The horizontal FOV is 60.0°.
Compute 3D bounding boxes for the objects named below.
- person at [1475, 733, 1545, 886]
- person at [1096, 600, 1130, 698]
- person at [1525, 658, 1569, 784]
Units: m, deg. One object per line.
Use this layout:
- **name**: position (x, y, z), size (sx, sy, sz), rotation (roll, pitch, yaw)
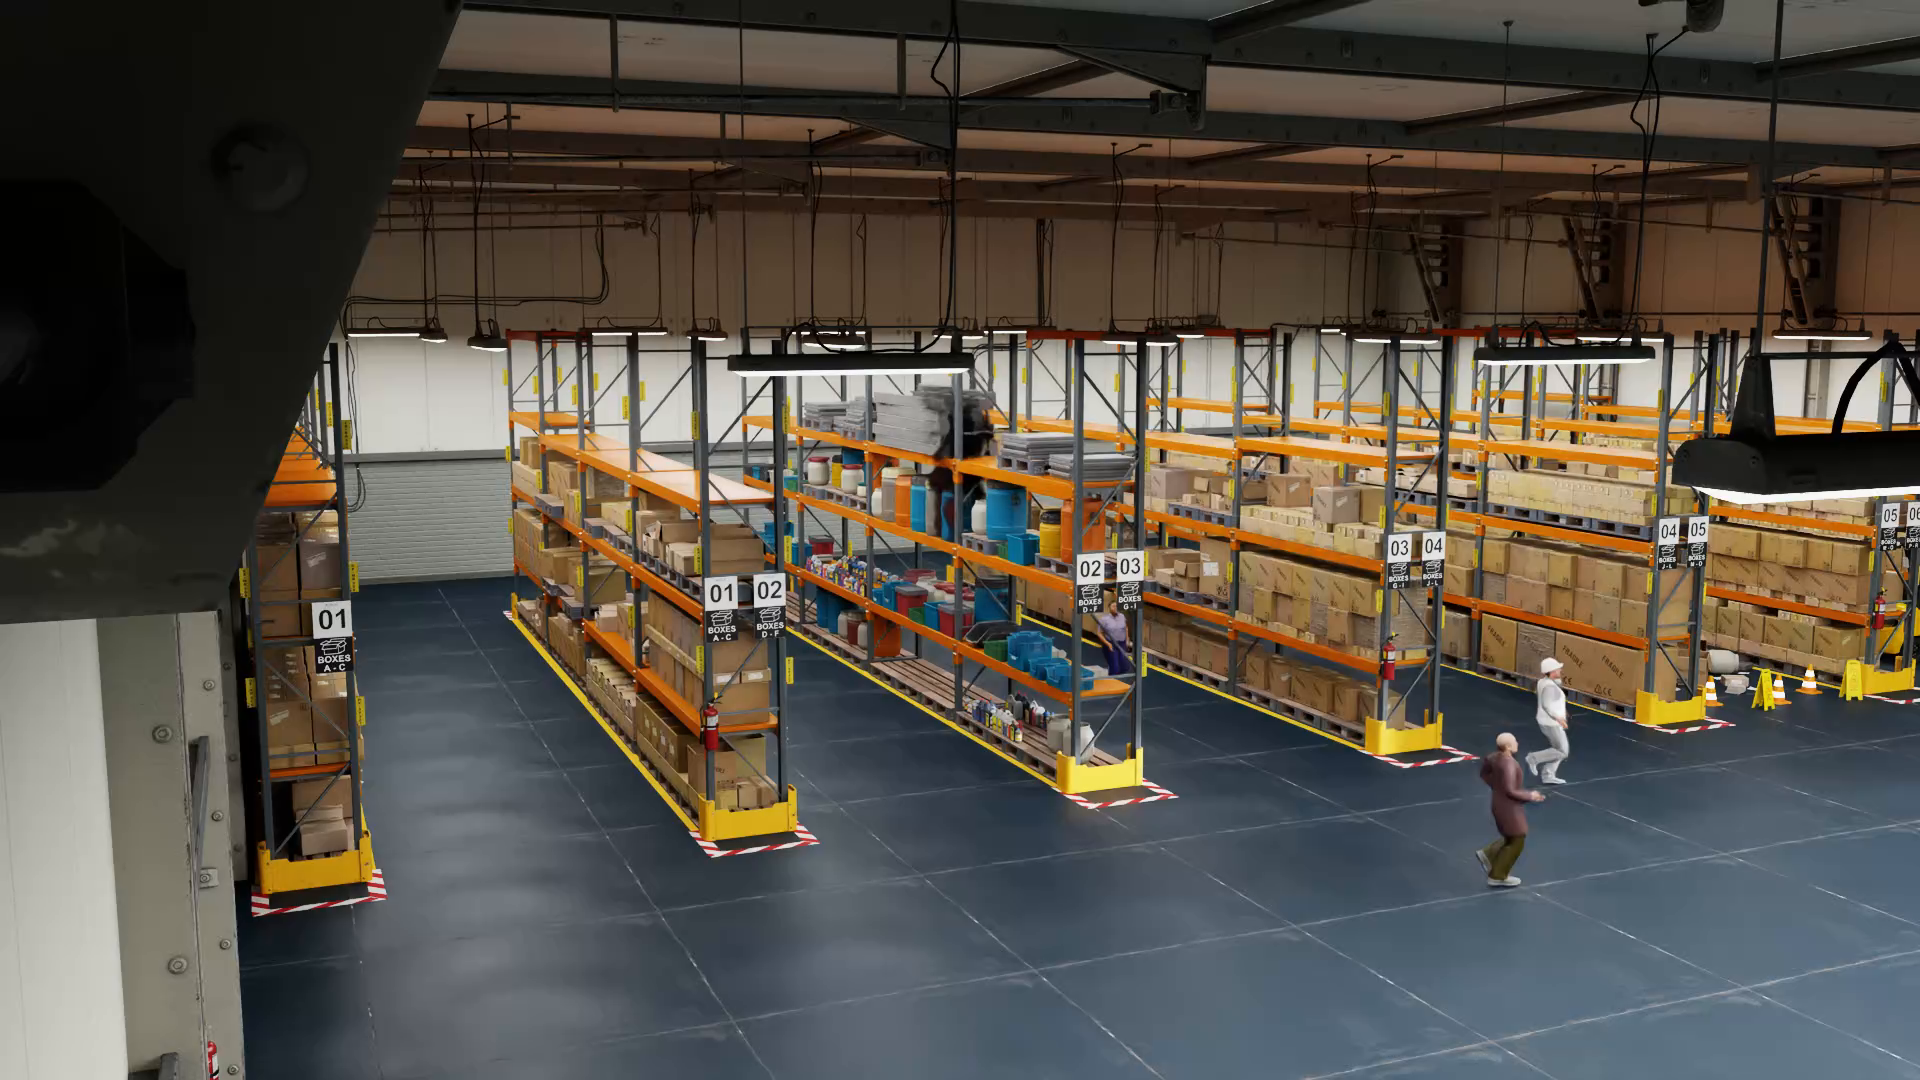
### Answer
- **person**: position (6.085, 2.975, 18.409), size (0.653, 1.729, 0.703), rotation (0, 8, 0)
- **person**: position (2.556, 1.795, 27.643), size (0.605, 1.616, 0.535), rotation (-4, 9, -27)
- **person**: position (7.945, 2.435, 22.407), size (0.543, 1.710, 0.670), rotation (1, 8, 10)
